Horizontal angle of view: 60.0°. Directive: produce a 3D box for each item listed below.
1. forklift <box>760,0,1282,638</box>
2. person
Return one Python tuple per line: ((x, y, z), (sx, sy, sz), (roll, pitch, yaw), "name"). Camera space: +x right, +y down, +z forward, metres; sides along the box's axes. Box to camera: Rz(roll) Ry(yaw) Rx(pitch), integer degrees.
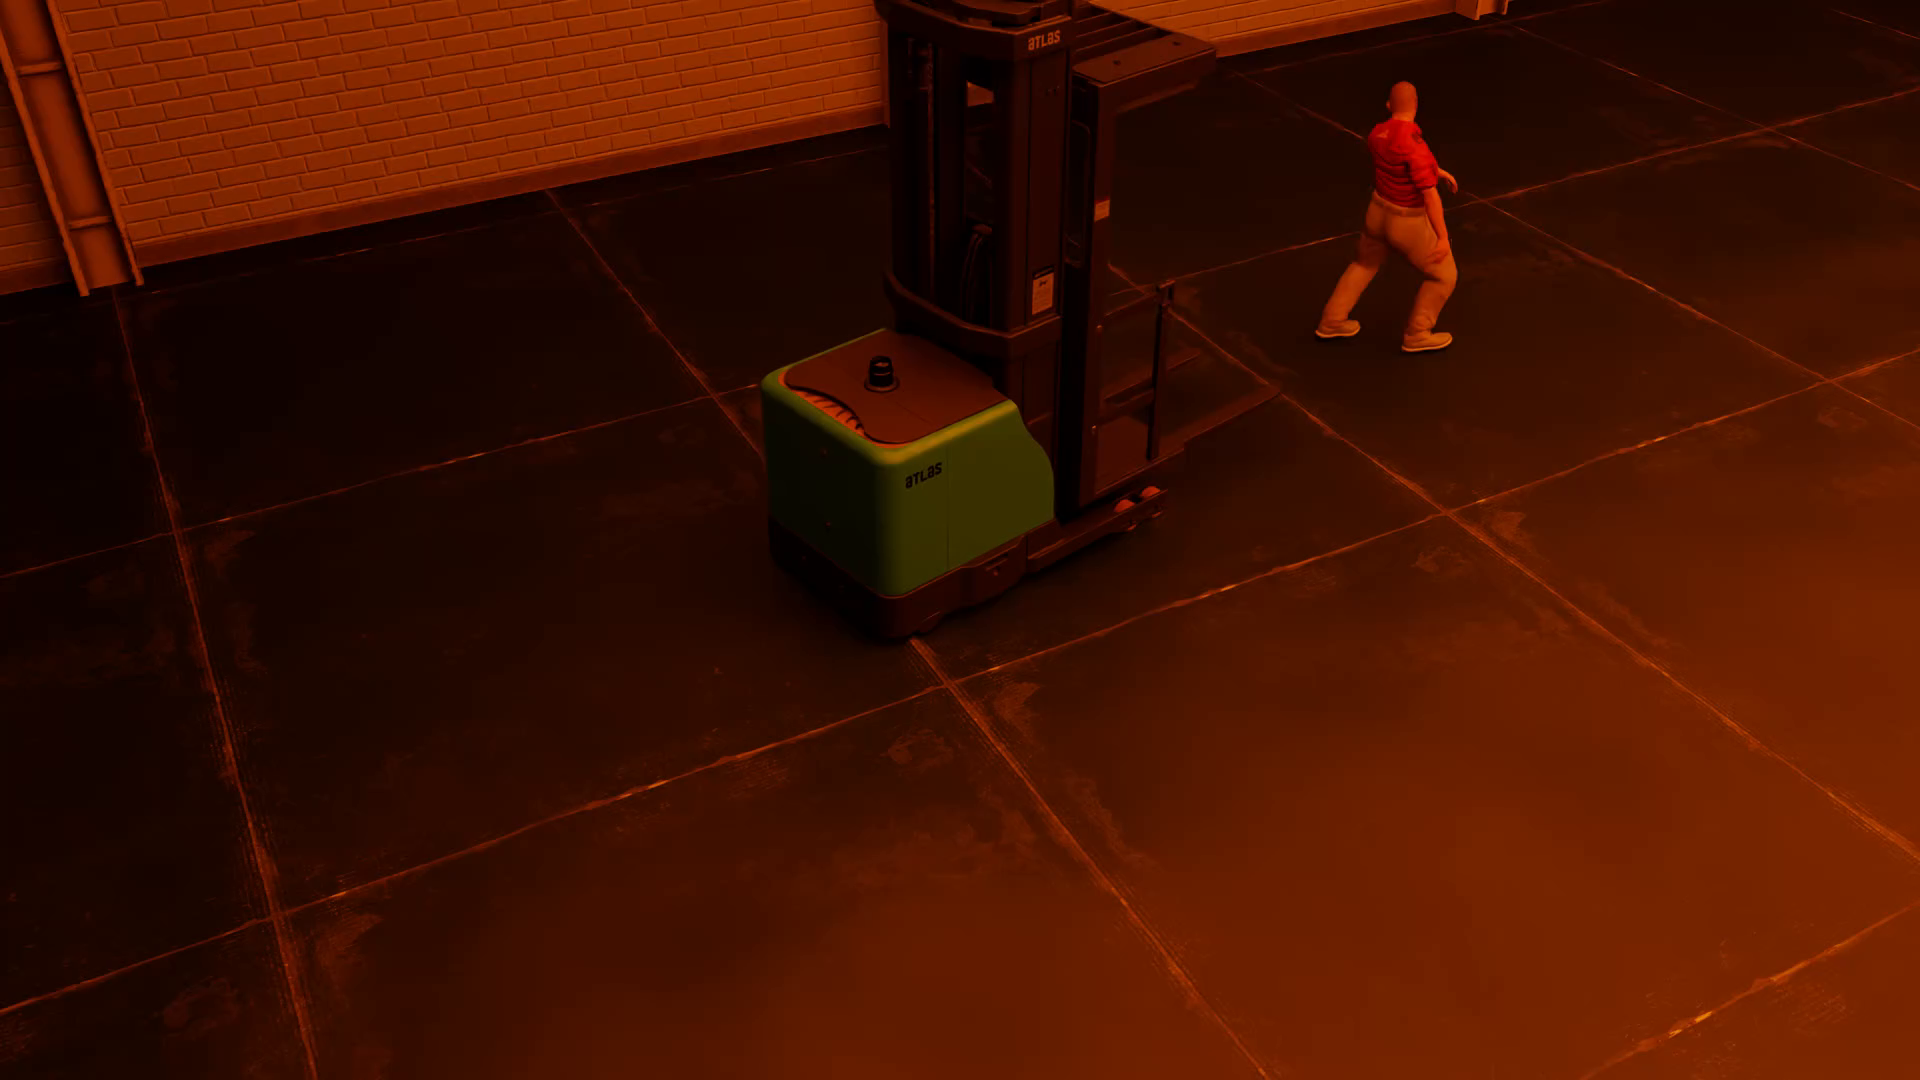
((0.475, -1.446, 8.169), (3.031, 2.935, 1.130), (-26, 43, -32), "forklift")
((2.707, -1.918, 9.952), (0.812, 1.639, 0.722), (-19, 40, -25), "person")
